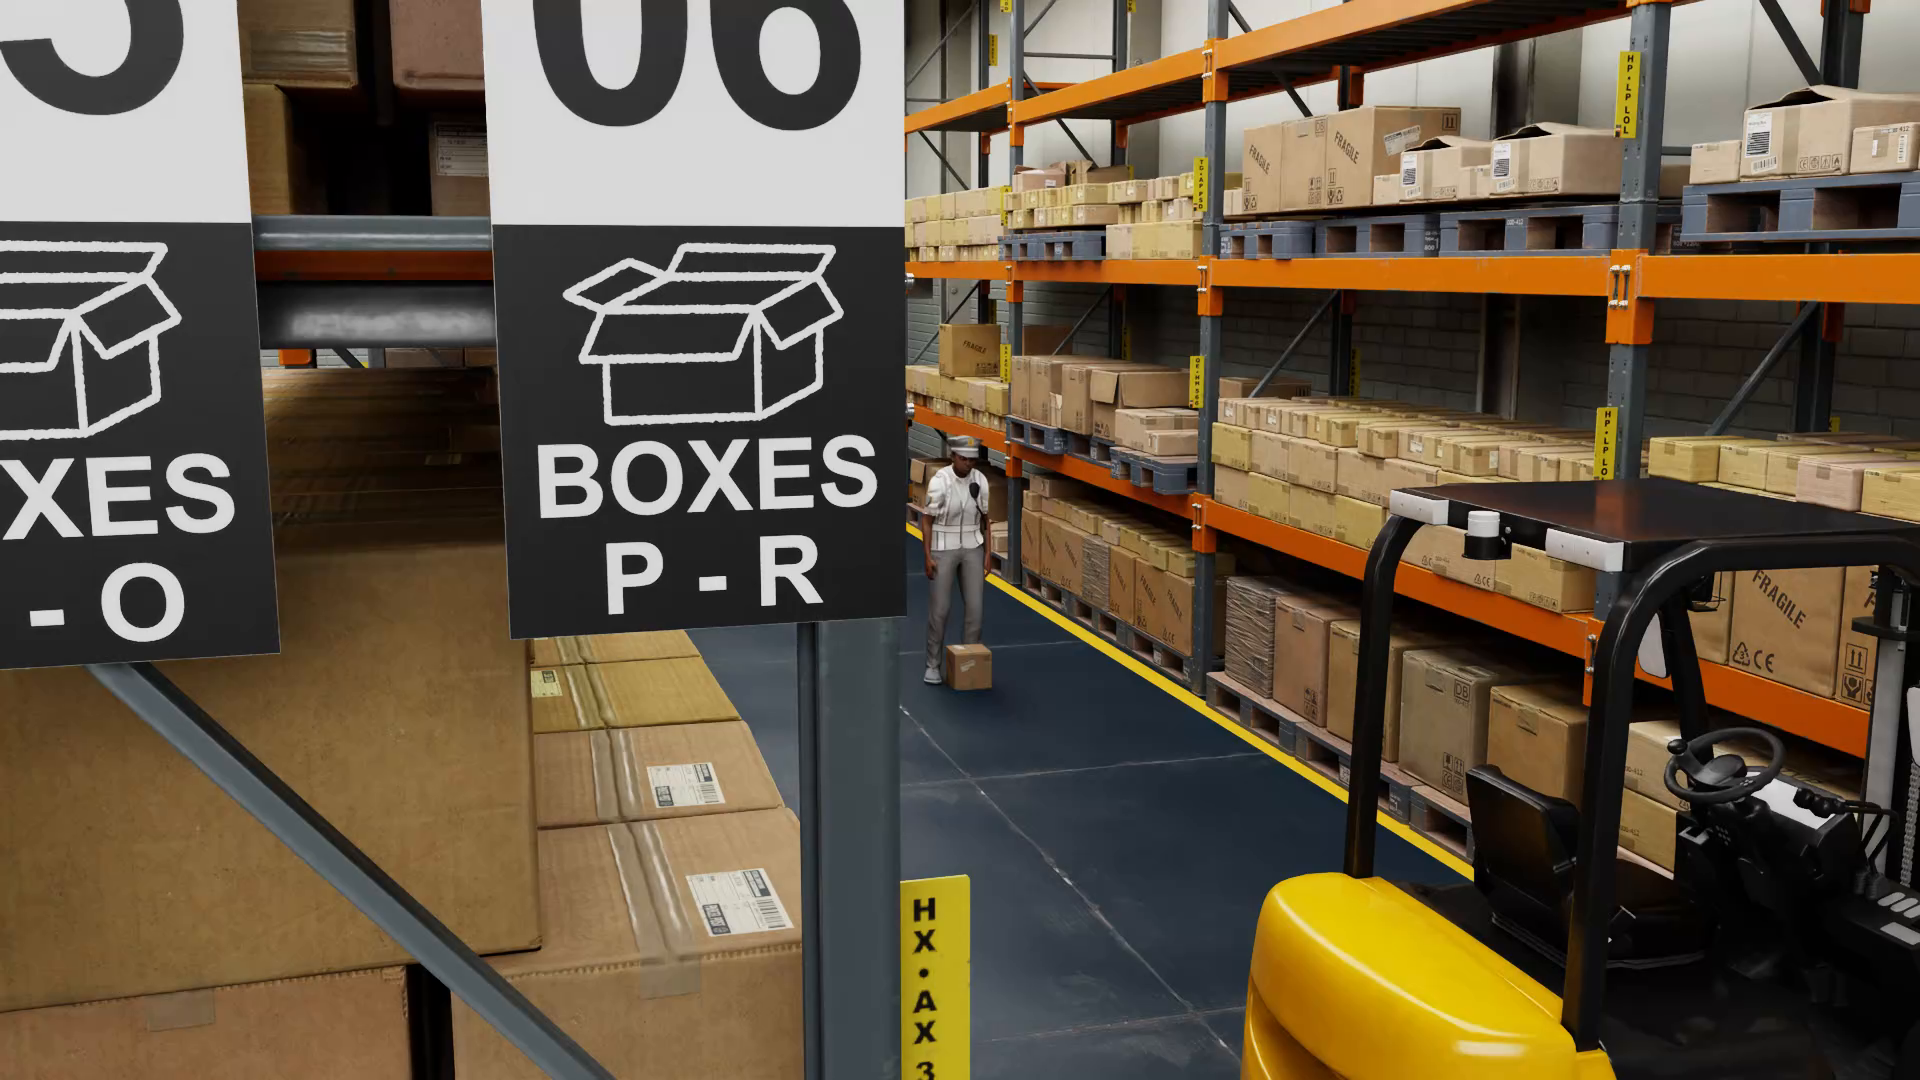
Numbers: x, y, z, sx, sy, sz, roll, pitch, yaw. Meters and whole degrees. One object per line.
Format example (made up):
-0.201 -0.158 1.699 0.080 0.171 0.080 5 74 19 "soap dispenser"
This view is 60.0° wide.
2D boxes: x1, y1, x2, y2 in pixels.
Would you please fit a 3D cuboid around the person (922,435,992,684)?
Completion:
-0.017 0.120 11.163 0.512 1.656 0.426 -3 10 -18 "person"
